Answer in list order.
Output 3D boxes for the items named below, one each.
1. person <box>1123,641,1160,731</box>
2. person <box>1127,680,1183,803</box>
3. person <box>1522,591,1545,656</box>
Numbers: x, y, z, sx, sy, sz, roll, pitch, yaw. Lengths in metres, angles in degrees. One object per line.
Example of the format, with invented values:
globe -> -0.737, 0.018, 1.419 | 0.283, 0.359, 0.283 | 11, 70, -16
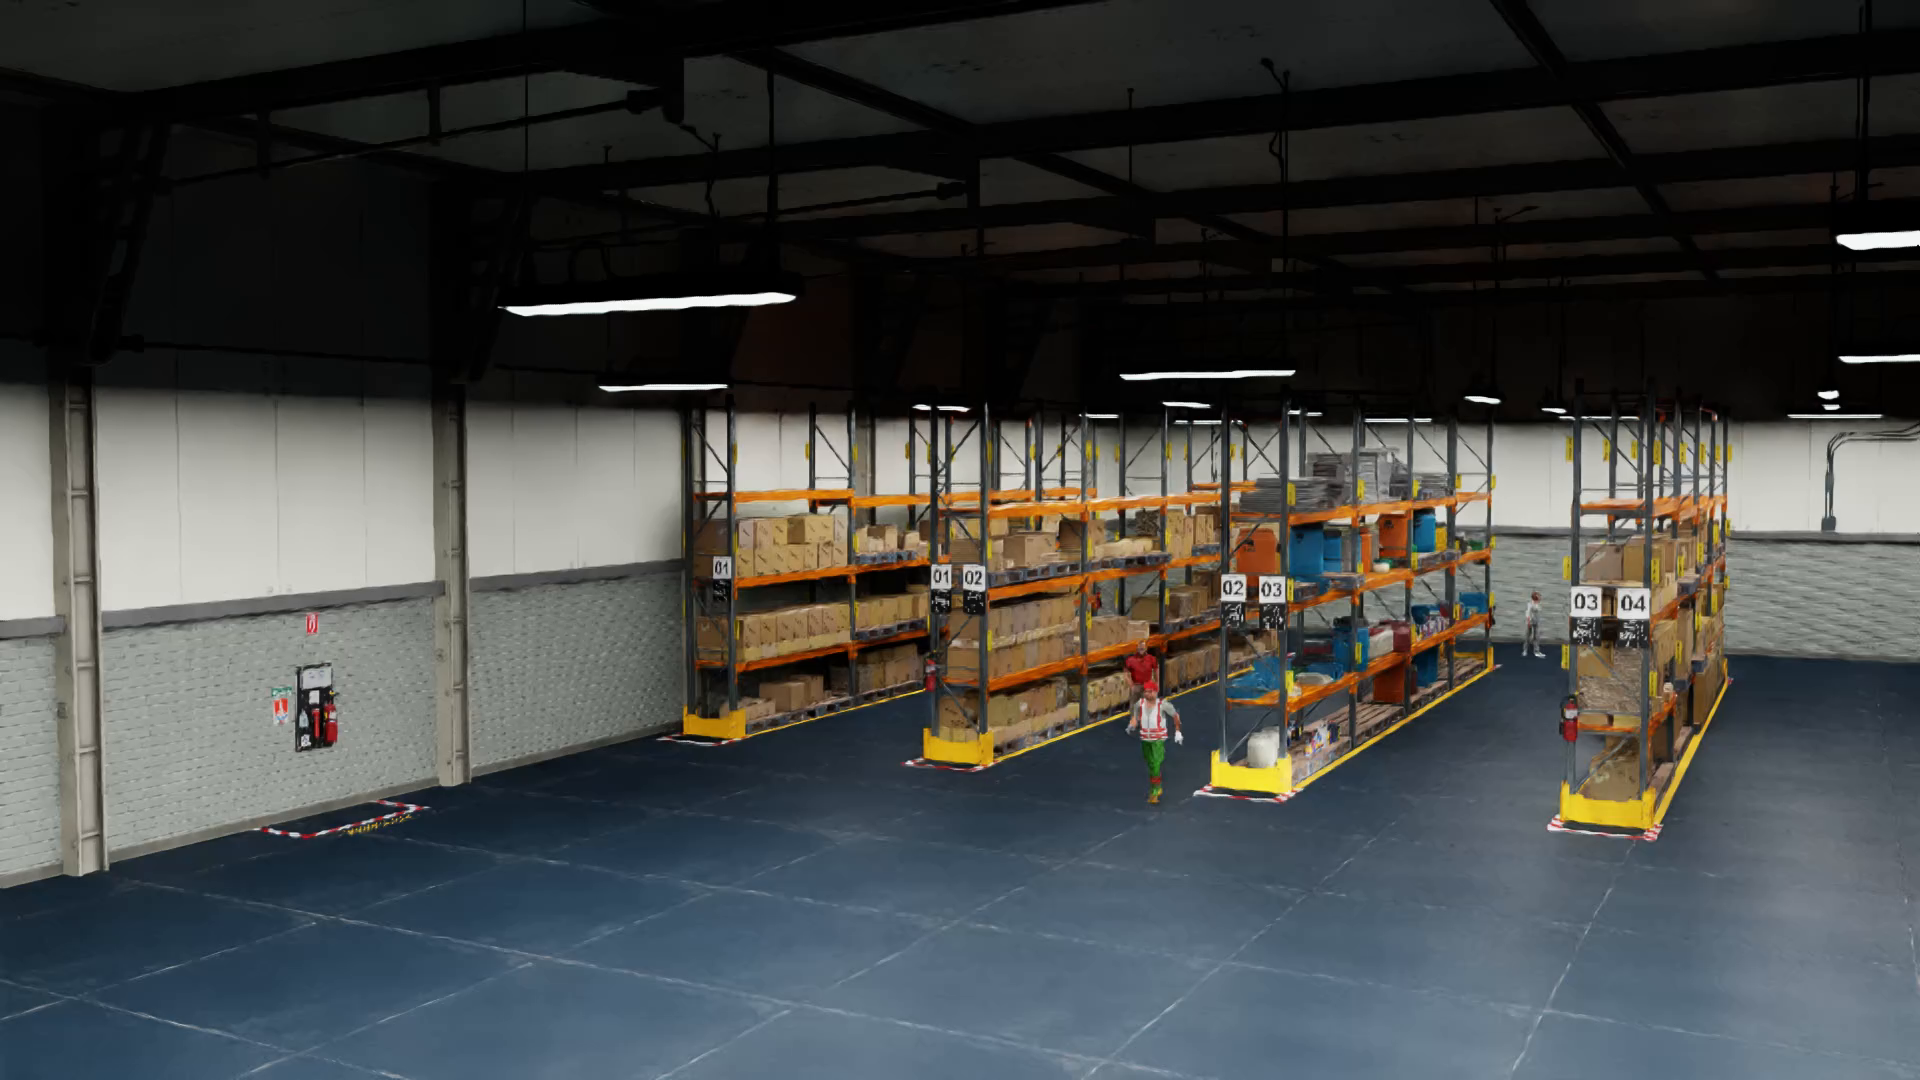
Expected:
person -> 3.245, 2.610, 29.512 | 0.705, 1.658, 0.850 | 1, 3, 10
person -> 2.797, 2.873, 24.009 | 0.703, 1.721, 0.833 | 2, 4, 33
person -> 14.118, 2.056, 40.983 | 0.458, 1.601, 0.493 | -1, 3, -19
